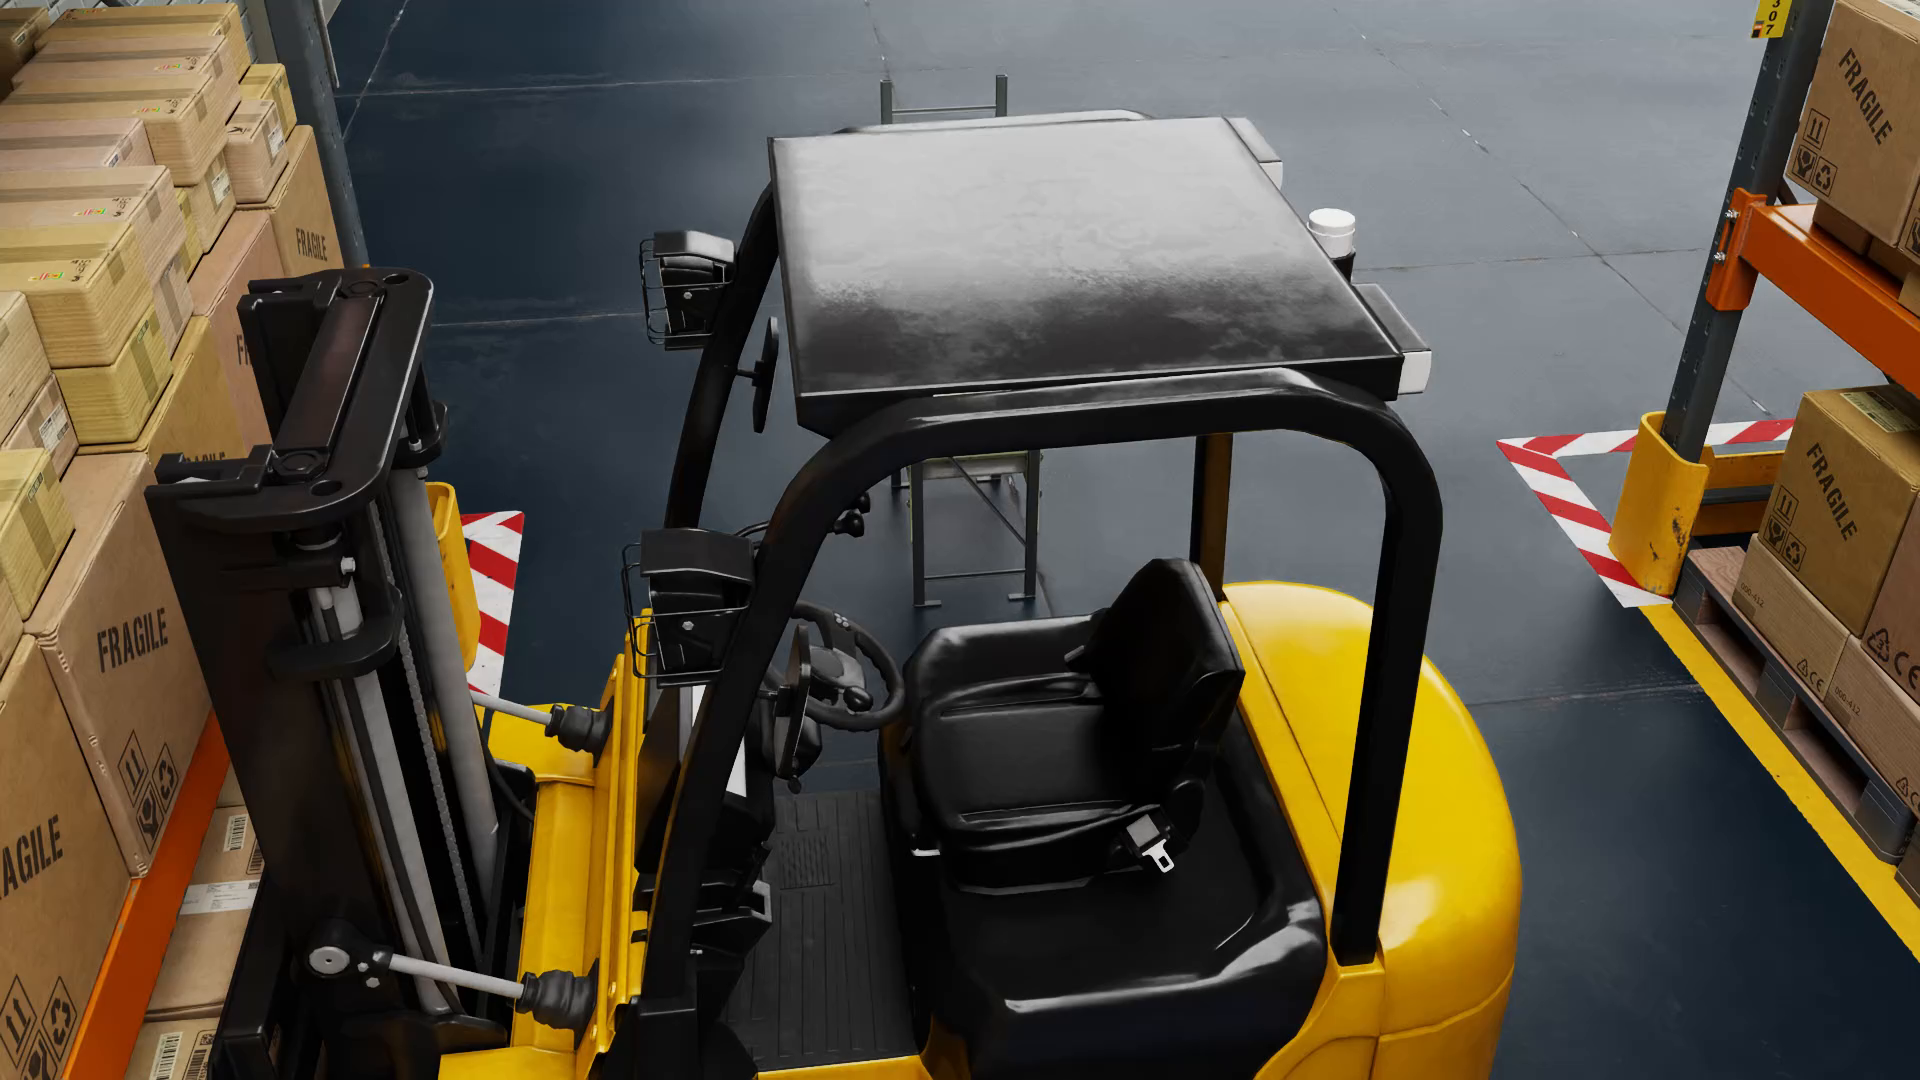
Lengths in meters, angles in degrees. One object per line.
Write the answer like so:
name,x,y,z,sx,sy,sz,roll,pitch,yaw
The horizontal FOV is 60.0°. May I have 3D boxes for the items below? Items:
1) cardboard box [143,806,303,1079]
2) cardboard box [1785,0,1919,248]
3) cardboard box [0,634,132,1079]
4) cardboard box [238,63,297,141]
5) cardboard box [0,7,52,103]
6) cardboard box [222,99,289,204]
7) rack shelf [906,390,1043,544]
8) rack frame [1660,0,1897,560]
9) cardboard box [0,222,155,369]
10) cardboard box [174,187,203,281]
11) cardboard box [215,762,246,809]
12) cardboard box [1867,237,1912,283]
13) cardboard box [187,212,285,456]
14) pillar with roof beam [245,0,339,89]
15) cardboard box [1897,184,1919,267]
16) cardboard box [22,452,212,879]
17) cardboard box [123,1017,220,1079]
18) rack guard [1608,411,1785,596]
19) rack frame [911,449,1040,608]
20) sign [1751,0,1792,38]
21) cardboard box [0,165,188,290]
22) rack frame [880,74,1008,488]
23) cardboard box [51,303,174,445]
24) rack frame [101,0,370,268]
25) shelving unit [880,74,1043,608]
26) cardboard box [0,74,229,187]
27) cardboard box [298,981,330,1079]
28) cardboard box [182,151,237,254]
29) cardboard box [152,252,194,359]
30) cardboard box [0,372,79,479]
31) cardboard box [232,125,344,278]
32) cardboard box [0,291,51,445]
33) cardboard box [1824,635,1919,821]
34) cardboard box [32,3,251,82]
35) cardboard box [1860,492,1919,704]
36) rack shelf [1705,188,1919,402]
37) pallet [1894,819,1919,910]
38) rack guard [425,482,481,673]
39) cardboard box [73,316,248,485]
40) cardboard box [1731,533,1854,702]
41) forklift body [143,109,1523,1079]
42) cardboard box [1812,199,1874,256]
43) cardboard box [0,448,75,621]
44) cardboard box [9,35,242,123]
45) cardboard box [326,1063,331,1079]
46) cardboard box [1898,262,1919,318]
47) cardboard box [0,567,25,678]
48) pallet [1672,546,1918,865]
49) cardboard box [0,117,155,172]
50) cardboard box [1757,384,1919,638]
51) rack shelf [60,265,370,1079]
cardboard box,-1.522,0.776,3.129,0.500,0.250,0.500,-5,35,-7
cardboard box,2.601,-1.113,4.366,0.500,0.500,0.500,-5,35,-7
cardboard box,-1.525,0.496,2.270,0.500,0.500,0.500,-5,35,-7
cardboard box,-1.782,-0.993,3.879,0.380,0.149,0.250,-4,34,-6
cardboard box,-2.273,-1.085,3.749,0.380,0.149,0.250,-5,35,-7
cardboard box,-1.718,-0.853,3.673,0.380,0.149,0.250,-4,34,-6
rack shelf,-0.001,-0.354,5.517,0.431,0.370,0.720,-4,35,-6
rack frame,2.812,-1.234,4.897,1.000,3.000,0.127,-4,35,-6
cardboard box,-1.578,-0.400,2.744,0.380,0.149,0.250,-4,34,-5
cardboard box,-1.722,-0.564,3.249,0.380,0.149,0.250,-5,35,-7
cardboard box,-1.583,0.492,3.545,0.500,0.250,0.500,-4,34,-6
cardboard box,2.701,-0.785,4.461,0.380,0.149,0.250,-4,34,-6
cardboard box,-1.719,-0.352,3.515,0.500,0.500,0.500,-3,34,-5
pillar with roof beam,0.553,-6.552,7.374,9.100,9.000,0.400,-4,35,-6
cardboard box,2.674,-0.824,3.943,0.500,0.500,0.500,-3,34,-5
cardboard box,-1.571,0.213,2.685,0.500,0.500,0.500,-4,34,-6
cardboard box,-1.459,1.069,2.698,0.500,0.250,0.500,-3,34,-5
rack guard,2.822,-0.159,5.539,1.175,0.500,0.348,-4,35,-6
rack frame,0.048,-0.419,5.033,0.400,1.500,0.023,-4,35,-6
sign,2.274,-1.551,4.593,0.100,0.325,0.005,-4,35,-6
cardboard box,-1.618,-0.544,2.955,0.380,0.149,0.250,-4,34,-5
rack frame,-0.050,-0.828,5.633,0.400,1.500,0.023,-4,35,-6
cardboard box,-1.585,-0.279,2.831,0.380,0.149,0.250,-4,34,-6
rack frame,-2.106,-0.856,4.342,1.000,3.000,0.127,-4,35,-6
shelving unit,-0.001,-0.623,5.333,0.431,1.500,0.755,-4,35,-6
cardboard box,-1.723,-0.825,3.368,0.380,0.149,0.250,-4,34,-5
cardboard box,-1.520,0.995,3.251,0.500,0.250,0.500,-4,35,-7
cardboard box,-1.744,-0.703,3.454,0.380,0.149,0.250,-4,34,-5
cardboard box,-1.639,-0.419,3.036,0.380,0.149,0.250,-5,35,-8
cardboard box,-1.641,-0.133,2.617,0.380,0.149,0.250,-5,35,-7
cardboard box,-1.780,-0.643,3.940,0.500,0.500,0.500,-5,35,-7
cardboard box,-1.637,-0.249,2.523,0.380,0.149,0.250,-4,34,-6
cardboard box,2.708,0.485,4.443,0.500,0.250,0.500,-3,34,-5
cardboard box,-1.849,-1.104,3.778,0.380,0.149,0.250,-4,35,-6
cardboard box,2.725,0.195,4.204,0.500,0.500,0.500,-6,35,-8
rack shelf,3.081,0.179,3.462,1.077,0.370,4.000,-4,35,-6
pallet,3.057,1.096,3.954,1.003,0.211,1.213,-4,35,-6
rack guard,-2.109,0.164,5.066,1.175,0.500,0.348,-4,35,-6
cardboard box,-1.650,-0.066,3.095,0.500,0.500,0.500,-5,35,-7
cardboard box,2.646,0.200,4.862,0.500,0.250,0.500,-5,35,-7
forklift body,-0.043,0.415,3.231,2.313,2.155,1.214,-4,35,-6
cardboard box,2.653,-0.925,4.667,0.380,0.149,0.250,-4,35,-6
cardboard box,-1.539,0.005,2.415,0.380,0.149,0.250,-5,35,-7
cardboard box,-1.785,-0.969,3.579,0.380,0.149,0.250,-4,35,-6
cardboard box,-1.522,1.191,3.407,0.500,0.250,0.500,-3,34,-5
cardboard box,2.656,-0.631,4.235,0.380,0.149,0.250,-5,35,-8
cardboard box,-1.494,0.153,2.198,0.380,0.149,0.250,-5,35,-8
pallet,2.896,0.417,4.951,1.003,0.211,1.213,-4,35,-6
cardboard box,-1.763,-0.681,3.156,0.380,0.149,0.250,-4,34,-6
cardboard box,2.650,-0.097,4.631,0.500,0.500,0.500,-5,35,-8
rack shelf,-1.837,0.557,2.907,1.077,0.370,4.000,-4,35,-6
